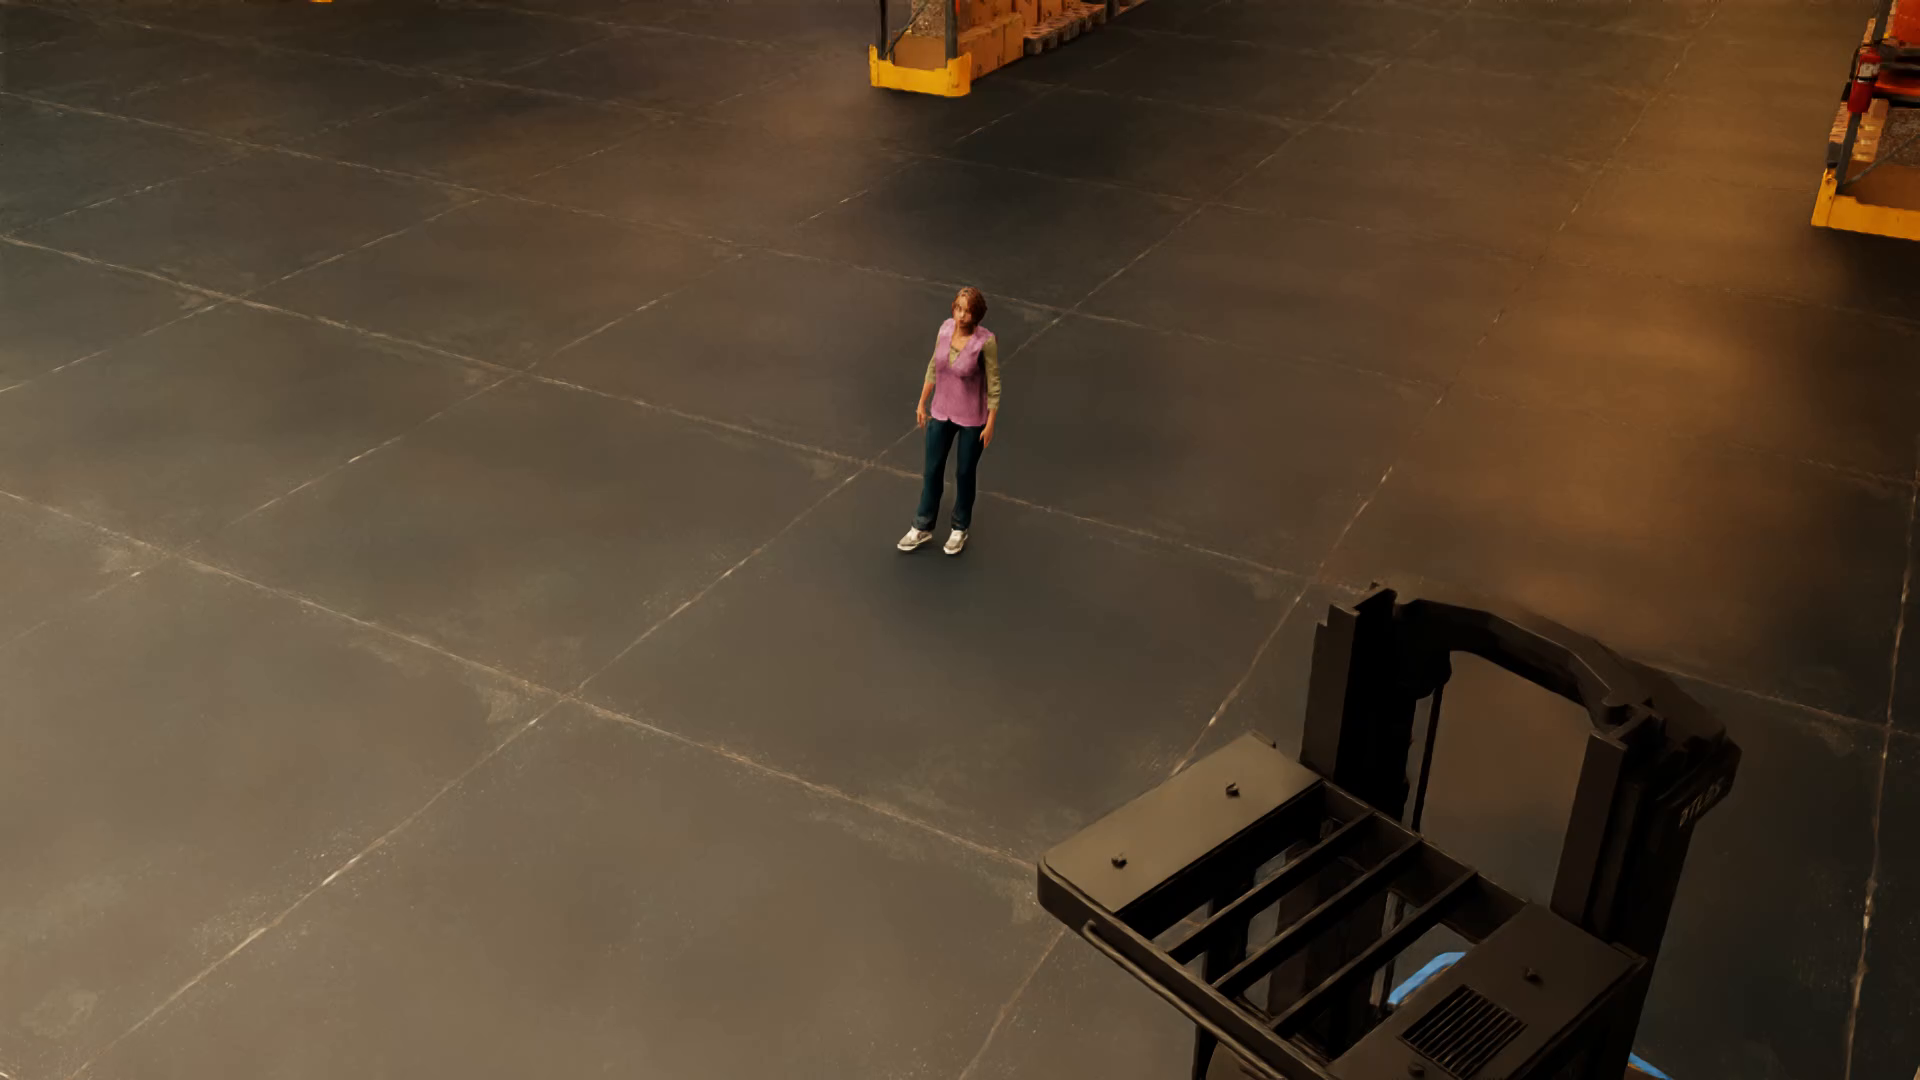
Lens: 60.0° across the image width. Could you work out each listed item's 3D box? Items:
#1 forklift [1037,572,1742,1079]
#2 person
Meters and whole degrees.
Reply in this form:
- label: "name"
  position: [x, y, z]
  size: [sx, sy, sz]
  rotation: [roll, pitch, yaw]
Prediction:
- label: "forklift"
  position: [0.860, 1.667, 4.182]
  size: [3.031, 2.935, 1.130]
  rotation: [-24, 37, -35]
- label: "person"
  position: [-0.048, -0.669, 9.550]
  size: [0.520, 1.597, 0.474]
  rotation: [15, 33, 25]
